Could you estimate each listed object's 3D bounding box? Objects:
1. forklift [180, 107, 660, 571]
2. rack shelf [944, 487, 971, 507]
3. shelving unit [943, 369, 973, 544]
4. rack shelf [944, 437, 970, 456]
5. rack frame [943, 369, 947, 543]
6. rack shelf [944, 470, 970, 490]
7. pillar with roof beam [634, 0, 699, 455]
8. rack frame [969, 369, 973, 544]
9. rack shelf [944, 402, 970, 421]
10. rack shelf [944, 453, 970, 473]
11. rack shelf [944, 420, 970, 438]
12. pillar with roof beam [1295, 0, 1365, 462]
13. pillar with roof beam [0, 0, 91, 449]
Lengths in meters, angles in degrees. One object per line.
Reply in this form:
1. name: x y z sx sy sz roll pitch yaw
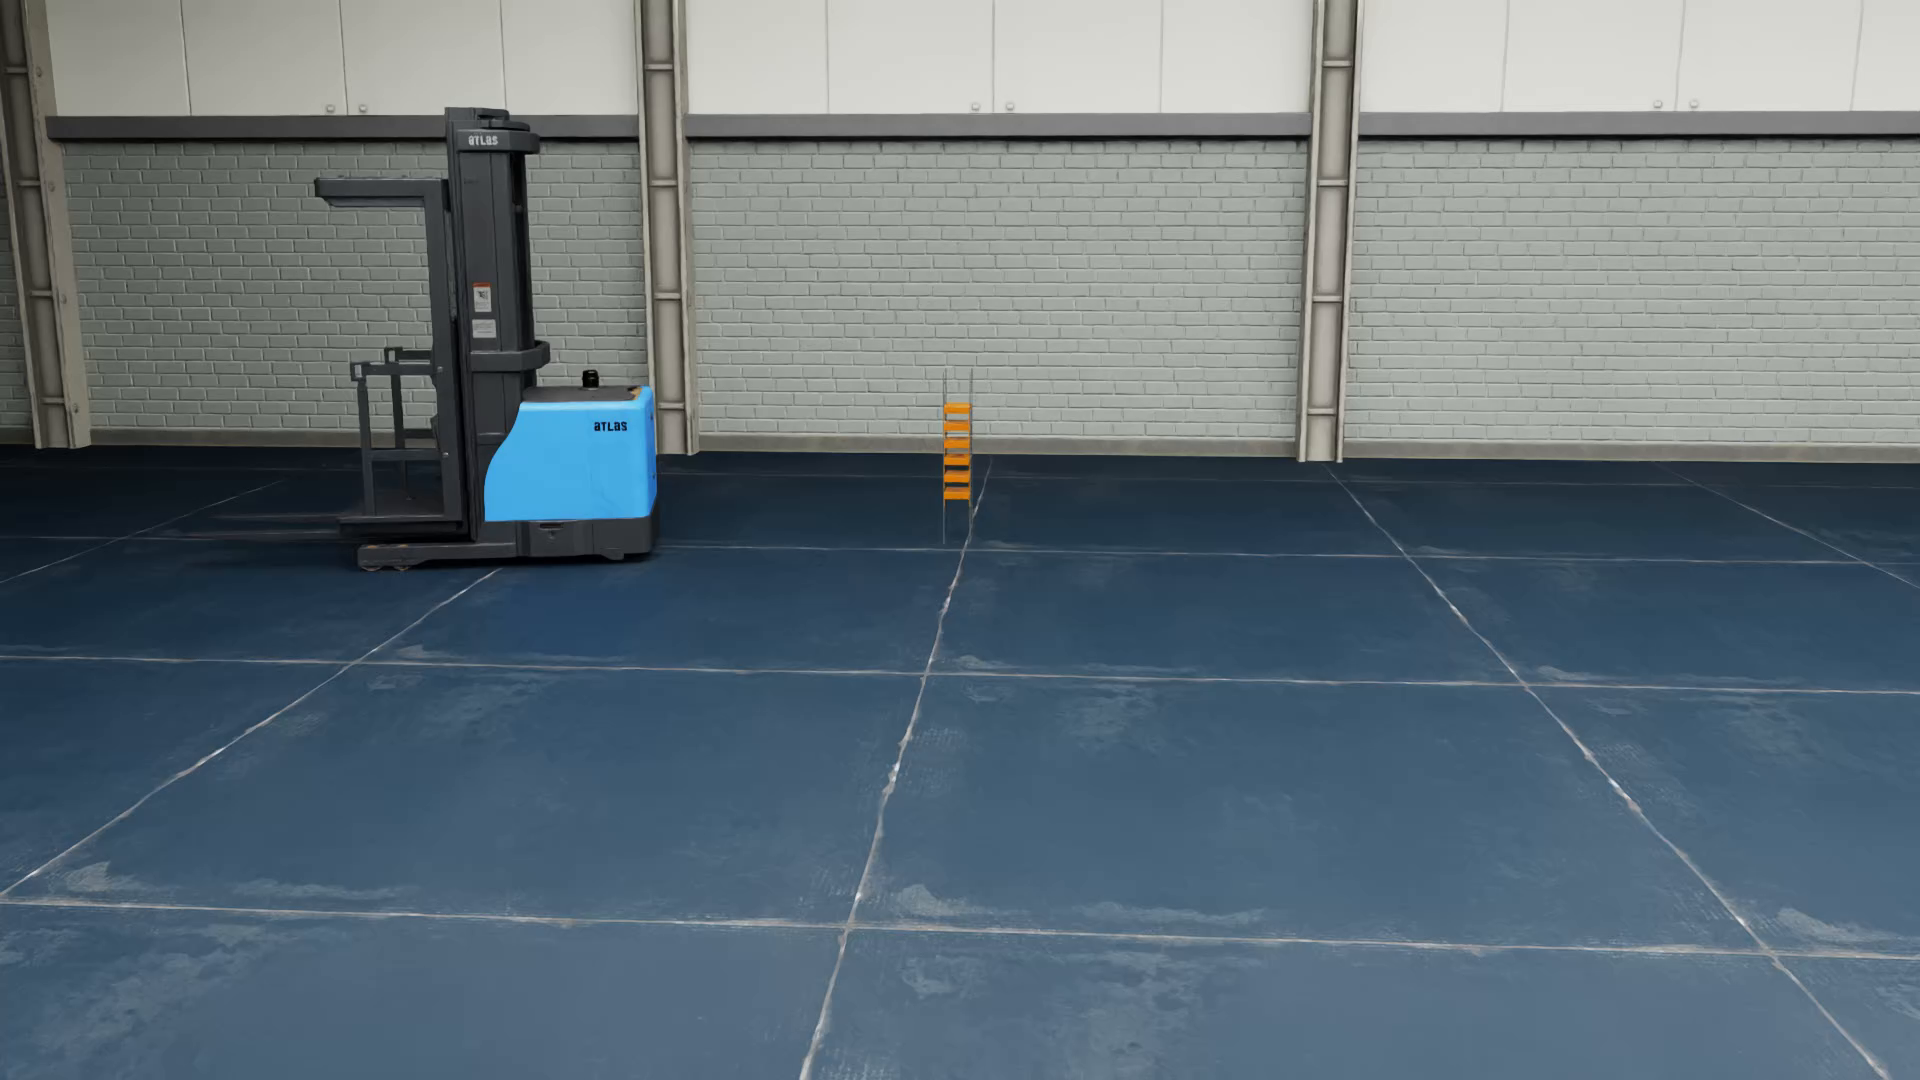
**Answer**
1. forklift: -3.605 -1.347 11.051 3.031 2.935 1.130 -1 12 -7
2. rack shelf: -0.014 -0.309 11.704 0.180 0.103 0.258 1 12 4
3. shelving unit: -0.014 -0.587 11.646 0.189 1.200 0.258 1 12 4
4. rack shelf: -0.014 -0.661 11.631 0.180 0.103 0.258 1 12 4
5. rack frame: -0.106 -0.589 11.652 0.006 1.200 0.240 1 12 4
6. rack shelf: -0.014 -0.427 11.680 0.180 0.103 0.258 1 12 4
7. pillar with roof beam: -2.974 -4.350 10.584 0.400 9.000 9.100 1 12 4
8. rack frame: 0.077 -0.586 11.640 0.006 1.200 0.240 1 12 4
9. rack shelf: -0.014 -0.896 11.582 0.180 0.103 0.258 1 12 4
10. rack shelf: -0.014 -0.544 11.655 0.180 0.103 0.258 1 12 4
11. rack shelf: -0.014 -0.779 11.606 0.180 0.103 0.258 1 12 4
12. pillar with roof beam: 3.013 -4.268 10.191 0.400 9.000 9.100 1 12 4
13. pillar with roof beam: -8.960 -4.432 10.976 0.400 9.000 9.100 1 12 4
